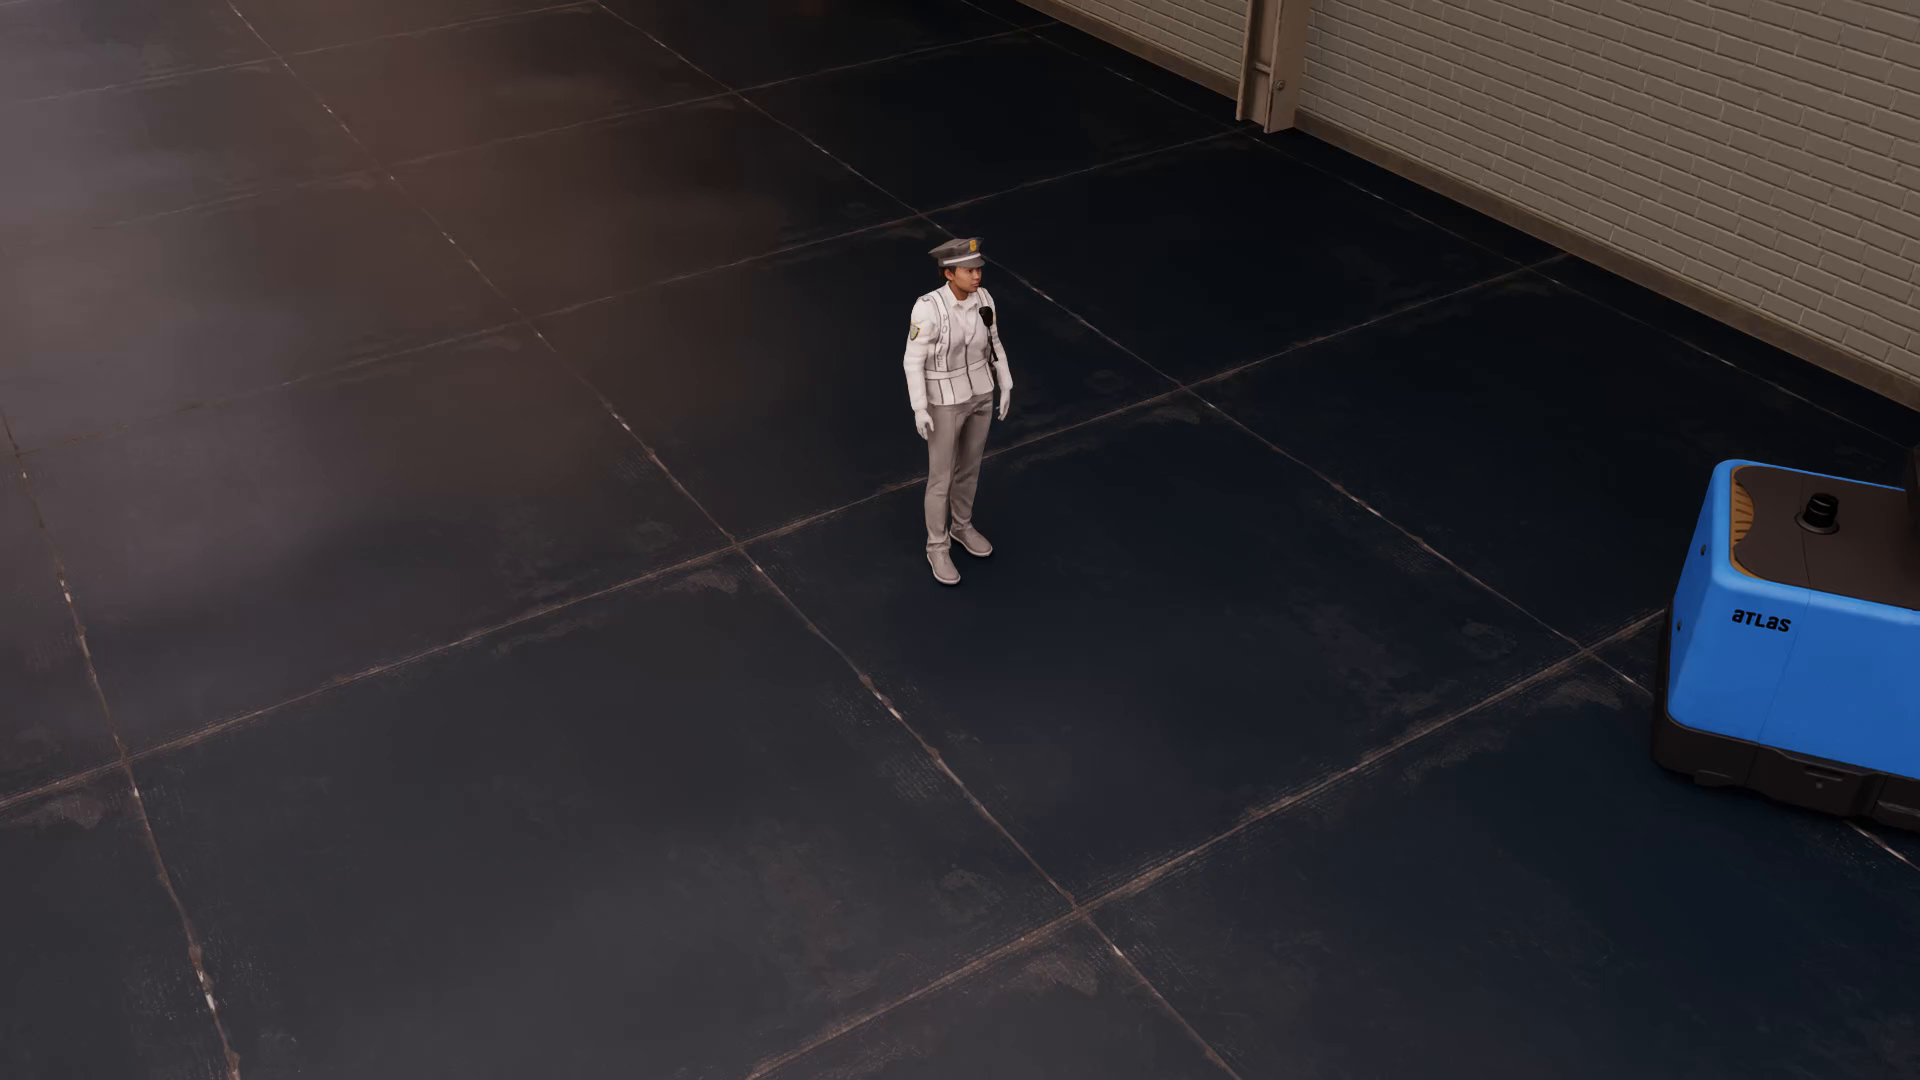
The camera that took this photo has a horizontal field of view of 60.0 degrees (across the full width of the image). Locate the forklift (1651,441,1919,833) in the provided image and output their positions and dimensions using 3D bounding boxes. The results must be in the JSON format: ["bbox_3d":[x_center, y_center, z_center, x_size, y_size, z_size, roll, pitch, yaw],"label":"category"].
[{"bbox_3d":[4.583,-0.133,6.337,3.031,2.935,1.130,13,37,17],"label":"forklift"}]

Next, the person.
[{"bbox_3d":[0.032,-0.664,8.155,0.587,1.694,0.530,-21,40,-27],"label":"person"}]
